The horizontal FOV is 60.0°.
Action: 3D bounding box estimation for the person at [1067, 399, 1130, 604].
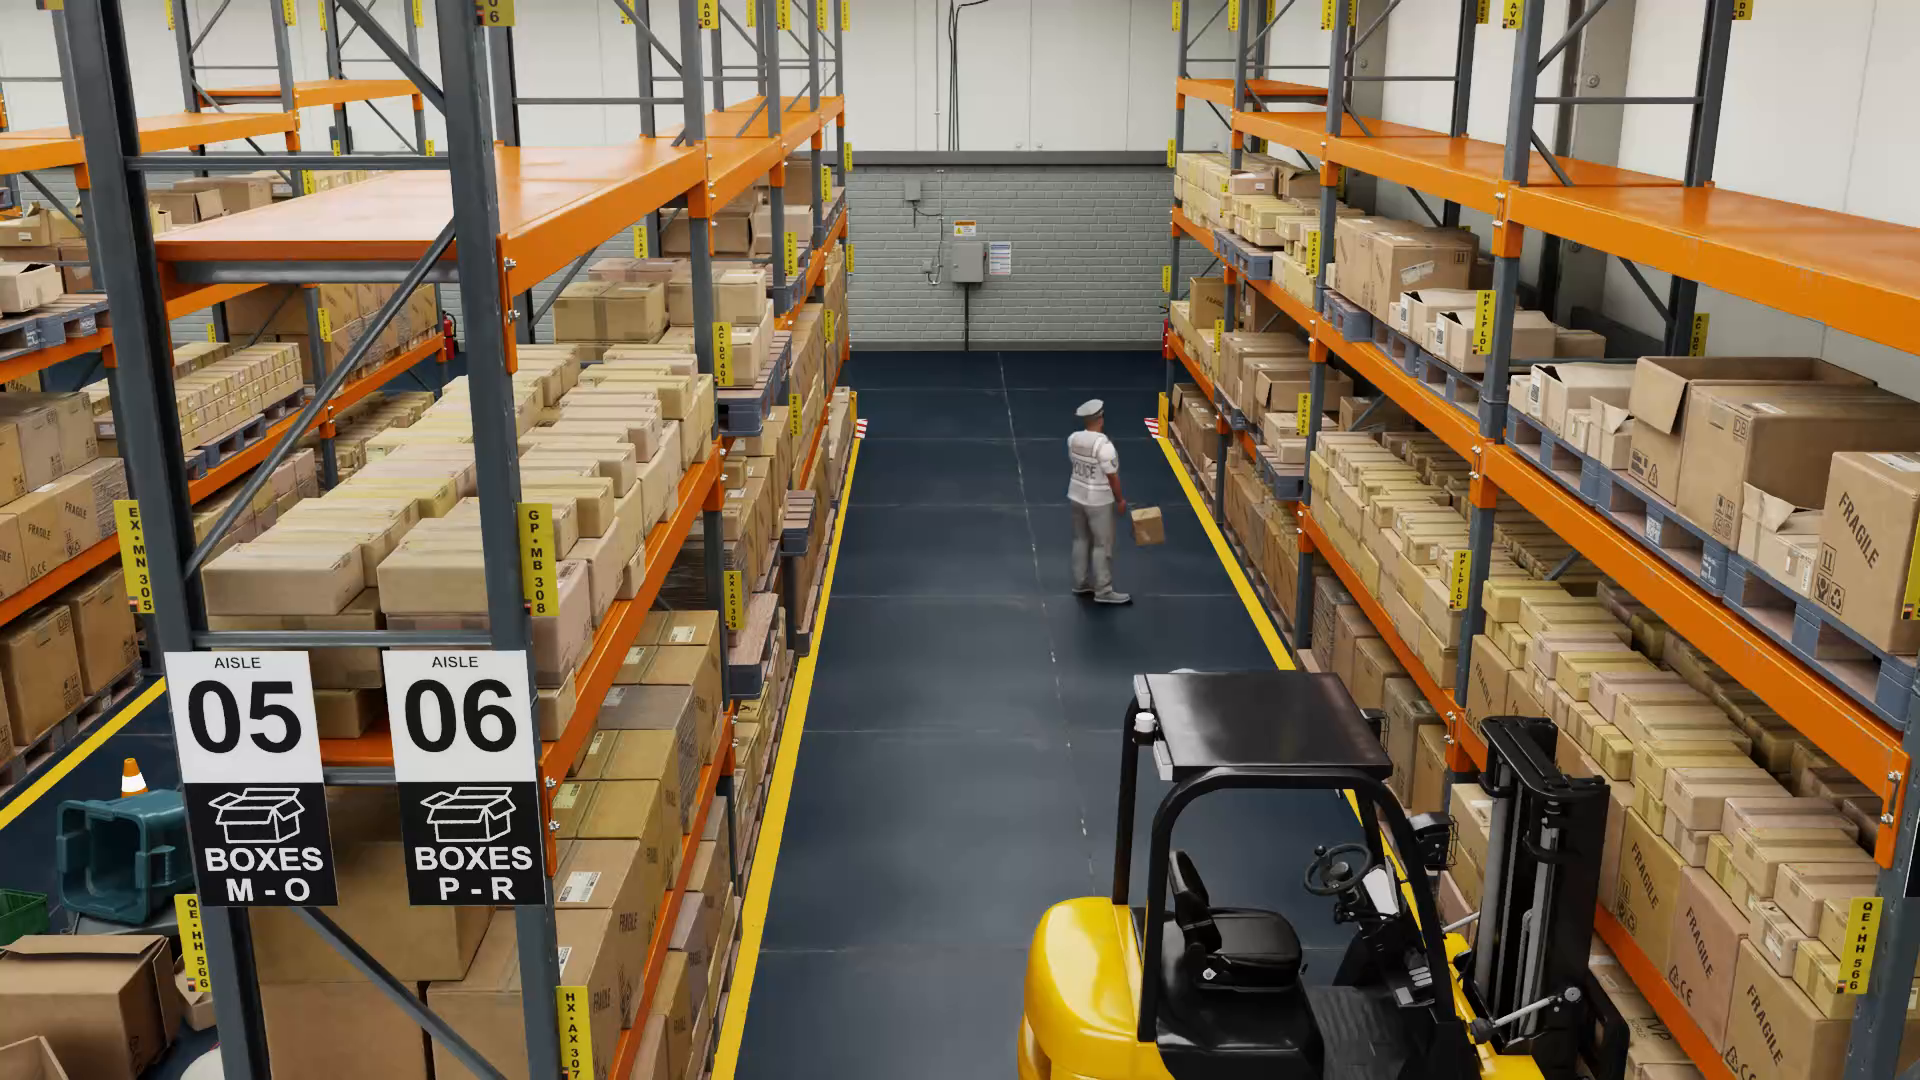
[{"bbox_3d":[1.196,-0.345,14.561,0.427,1.786,0.596,-13,22,-37],"label":"person"}]
